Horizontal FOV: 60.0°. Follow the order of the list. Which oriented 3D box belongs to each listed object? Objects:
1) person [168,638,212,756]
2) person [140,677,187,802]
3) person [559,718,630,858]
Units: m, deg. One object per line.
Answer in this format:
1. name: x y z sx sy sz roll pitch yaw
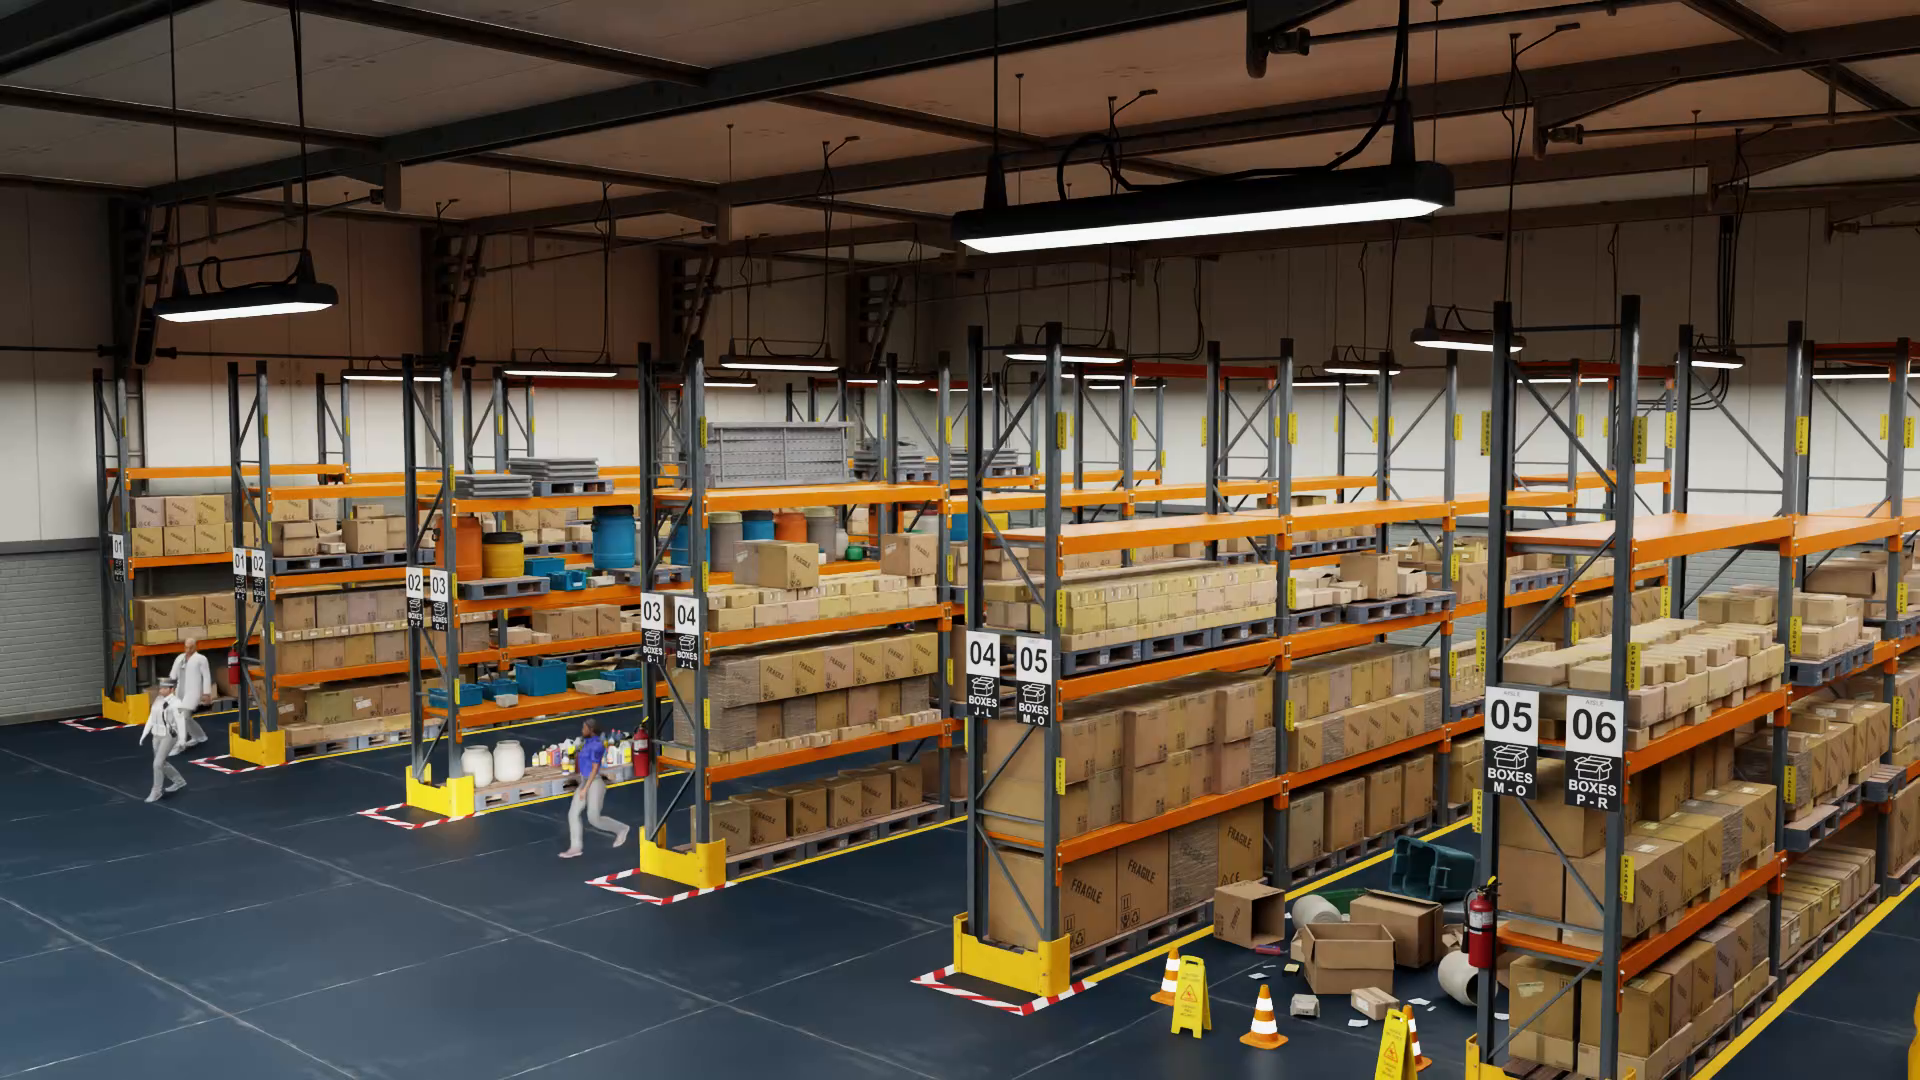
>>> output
1. person: -11.972 2.411 25.786 0.666 1.790 0.823 1 4 16
2. person: -10.807 2.700 22.623 0.565 1.701 0.664 2 5 24
3. person: -4.354 2.909 19.637 0.821 1.601 0.460 -3 5 -34
